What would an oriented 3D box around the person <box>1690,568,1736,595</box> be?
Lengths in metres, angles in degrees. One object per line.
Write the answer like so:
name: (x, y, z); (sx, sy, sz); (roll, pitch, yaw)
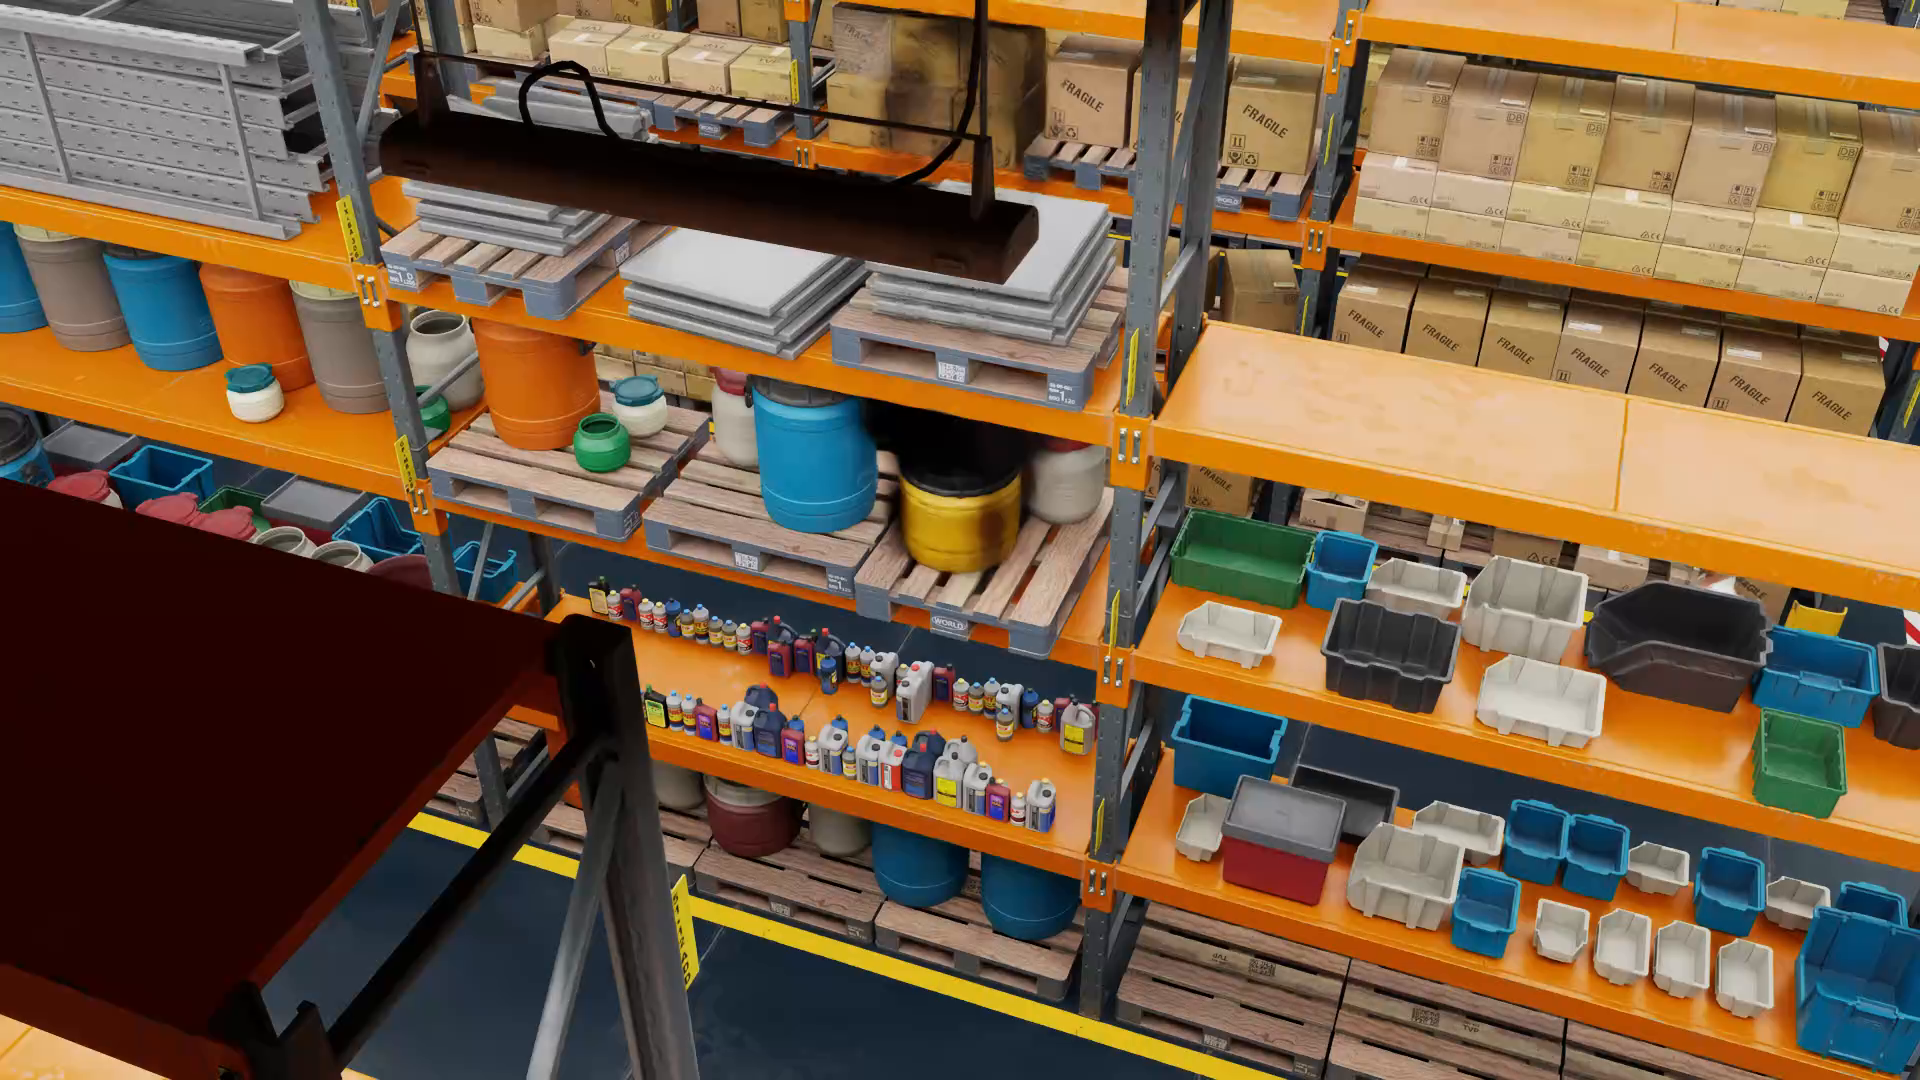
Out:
person: (4.871, 0.729, 10.968); (0.643, 1.720, 0.661); (13, 38, 17)
